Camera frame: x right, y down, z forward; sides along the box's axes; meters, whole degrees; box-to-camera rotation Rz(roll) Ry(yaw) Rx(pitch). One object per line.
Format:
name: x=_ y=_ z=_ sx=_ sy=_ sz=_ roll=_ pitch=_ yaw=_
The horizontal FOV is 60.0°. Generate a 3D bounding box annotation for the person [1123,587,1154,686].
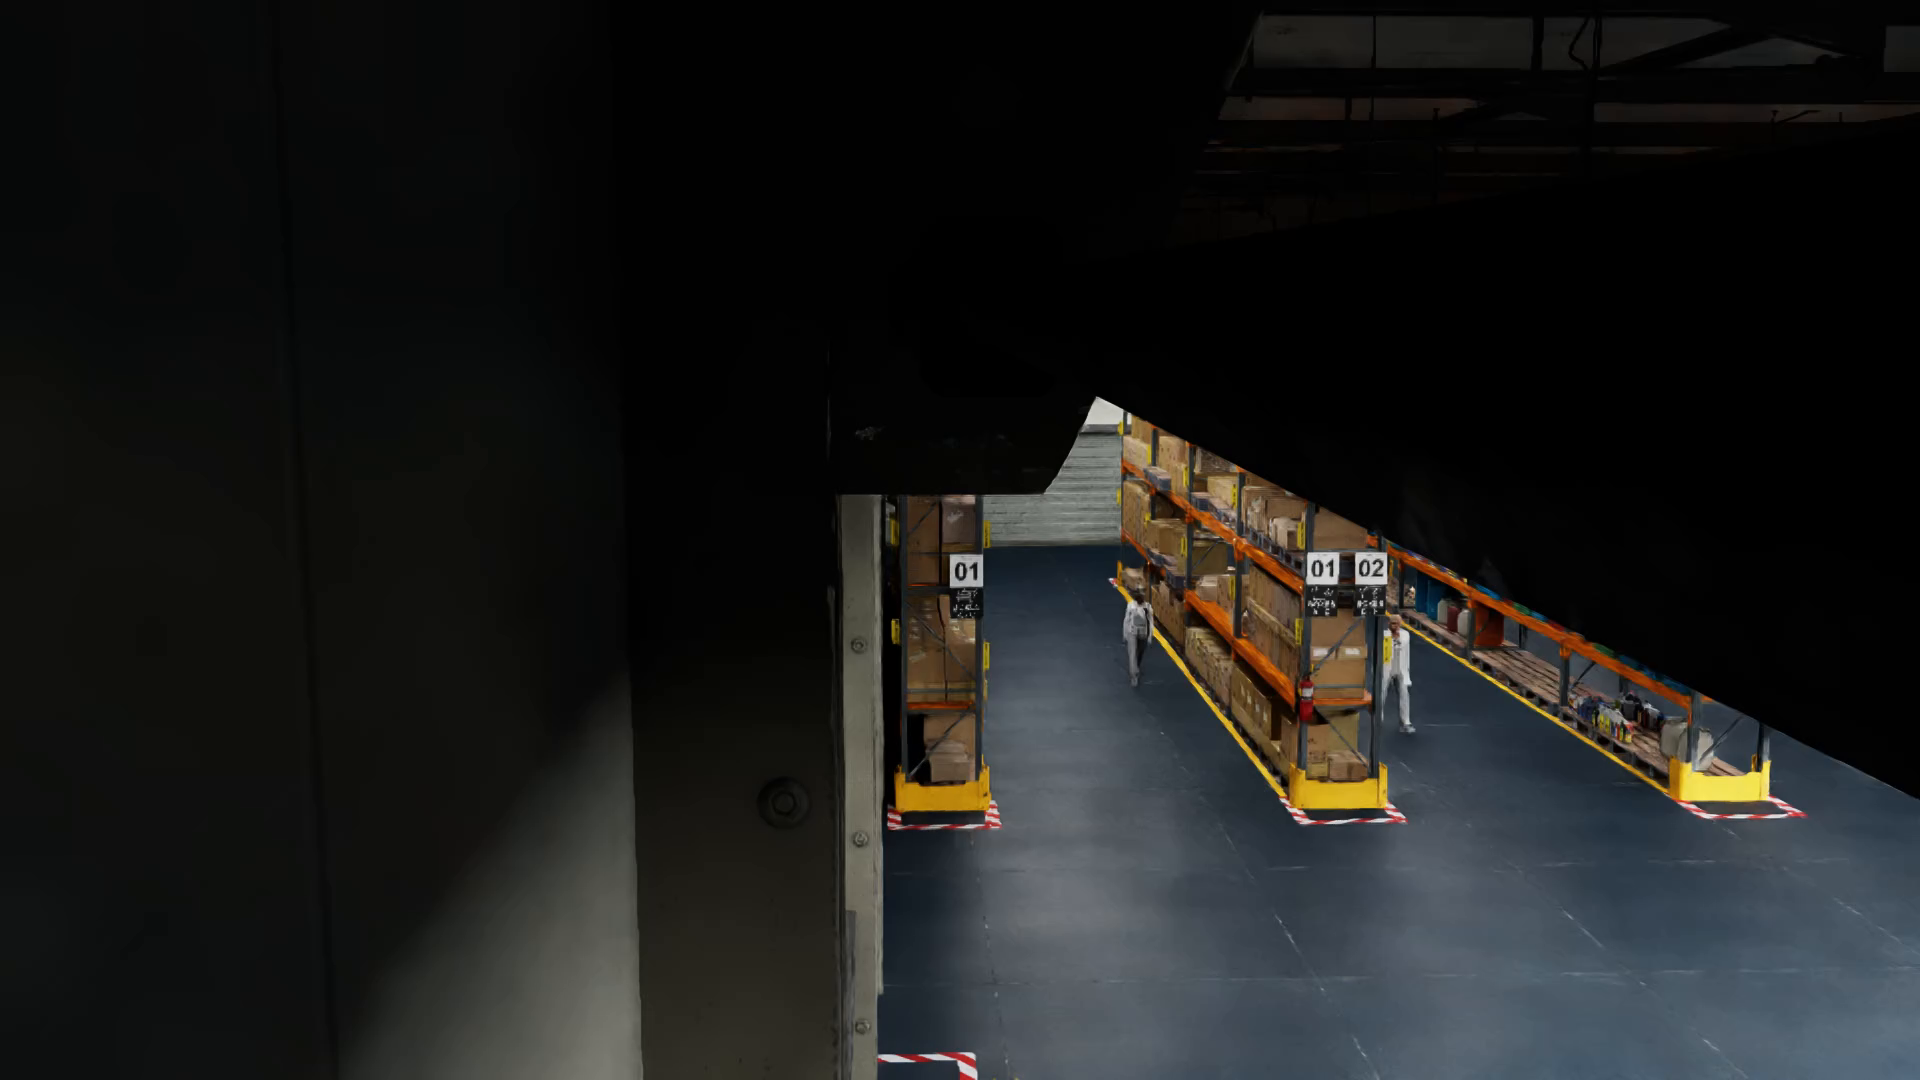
person: x=2.932 y=1.532 z=27.148 sx=0.486 sy=1.582 sz=1.075 roll=-1 pitch=8 yaw=-4

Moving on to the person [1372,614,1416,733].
person: x=6.312 y=1.904 z=24.283 sx=0.598 sy=1.698 sz=1.194 roll=0 pitch=8 yaw=0
